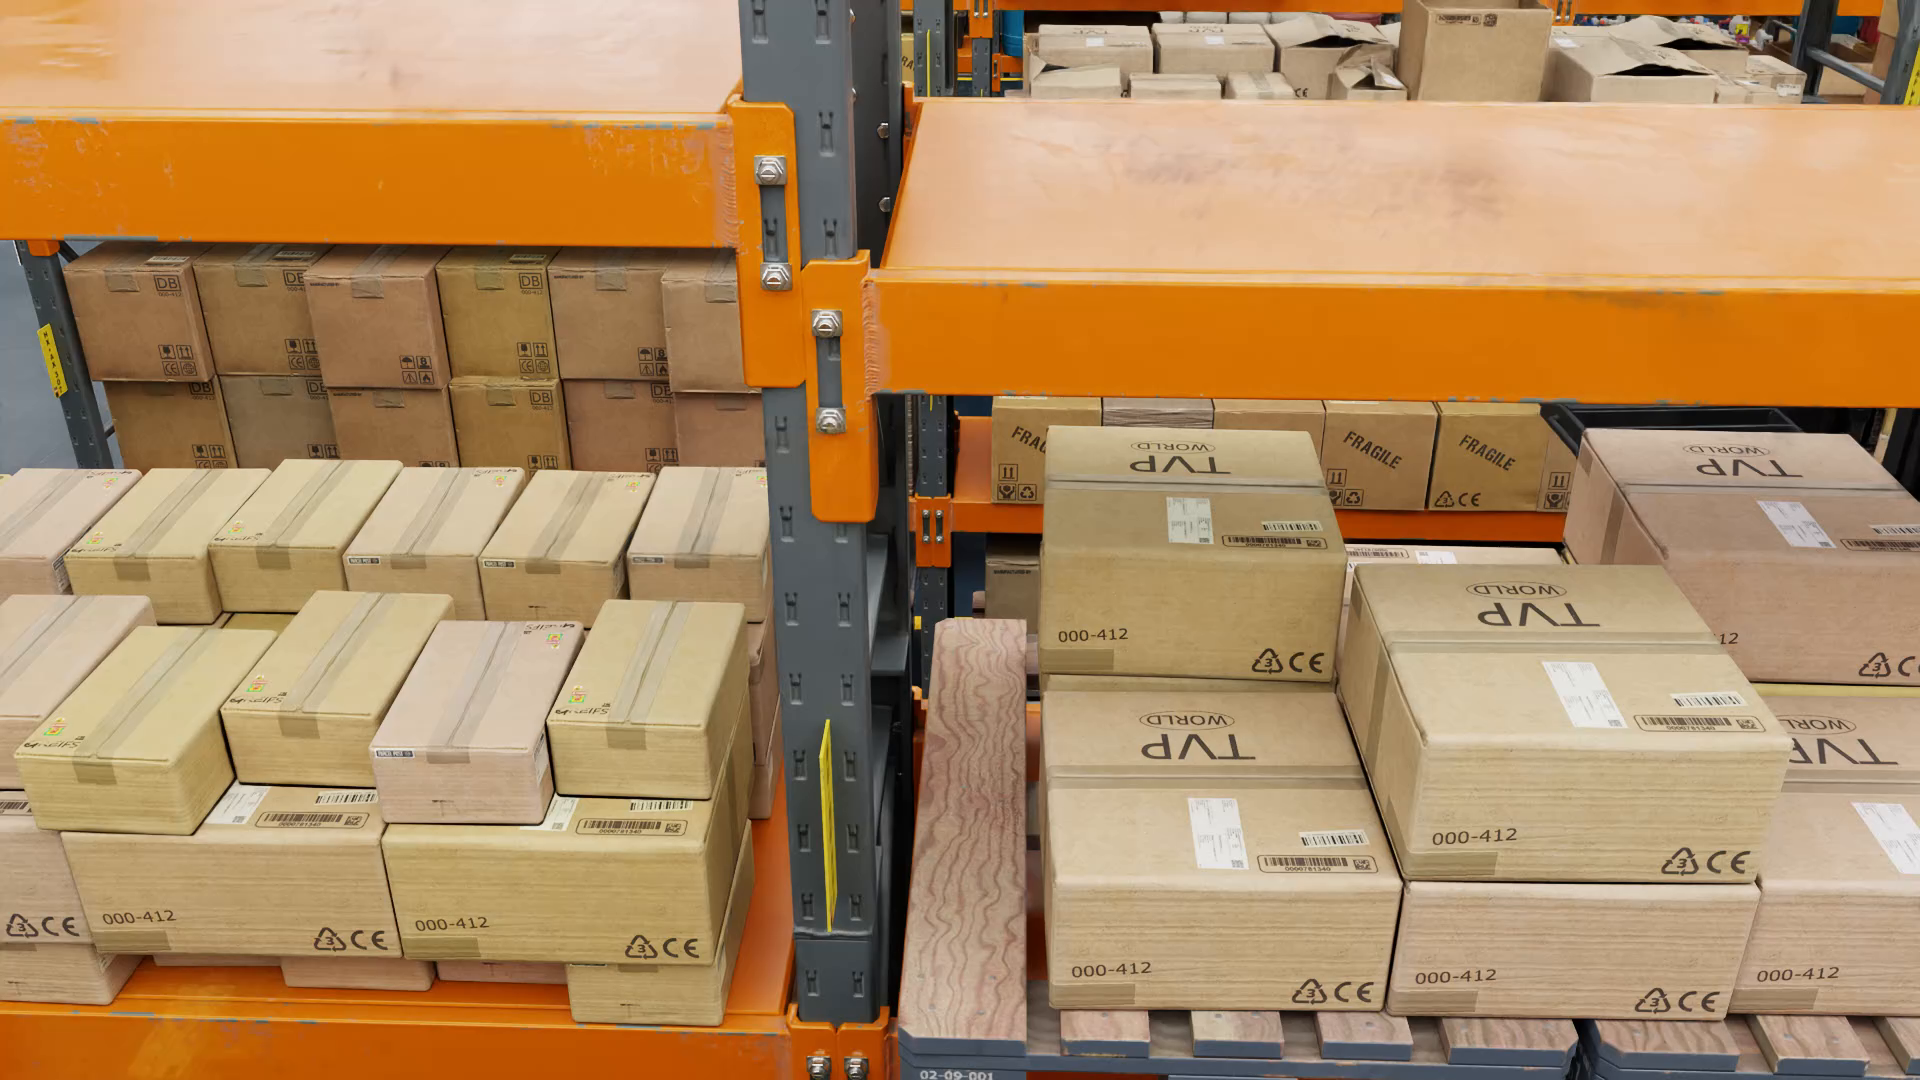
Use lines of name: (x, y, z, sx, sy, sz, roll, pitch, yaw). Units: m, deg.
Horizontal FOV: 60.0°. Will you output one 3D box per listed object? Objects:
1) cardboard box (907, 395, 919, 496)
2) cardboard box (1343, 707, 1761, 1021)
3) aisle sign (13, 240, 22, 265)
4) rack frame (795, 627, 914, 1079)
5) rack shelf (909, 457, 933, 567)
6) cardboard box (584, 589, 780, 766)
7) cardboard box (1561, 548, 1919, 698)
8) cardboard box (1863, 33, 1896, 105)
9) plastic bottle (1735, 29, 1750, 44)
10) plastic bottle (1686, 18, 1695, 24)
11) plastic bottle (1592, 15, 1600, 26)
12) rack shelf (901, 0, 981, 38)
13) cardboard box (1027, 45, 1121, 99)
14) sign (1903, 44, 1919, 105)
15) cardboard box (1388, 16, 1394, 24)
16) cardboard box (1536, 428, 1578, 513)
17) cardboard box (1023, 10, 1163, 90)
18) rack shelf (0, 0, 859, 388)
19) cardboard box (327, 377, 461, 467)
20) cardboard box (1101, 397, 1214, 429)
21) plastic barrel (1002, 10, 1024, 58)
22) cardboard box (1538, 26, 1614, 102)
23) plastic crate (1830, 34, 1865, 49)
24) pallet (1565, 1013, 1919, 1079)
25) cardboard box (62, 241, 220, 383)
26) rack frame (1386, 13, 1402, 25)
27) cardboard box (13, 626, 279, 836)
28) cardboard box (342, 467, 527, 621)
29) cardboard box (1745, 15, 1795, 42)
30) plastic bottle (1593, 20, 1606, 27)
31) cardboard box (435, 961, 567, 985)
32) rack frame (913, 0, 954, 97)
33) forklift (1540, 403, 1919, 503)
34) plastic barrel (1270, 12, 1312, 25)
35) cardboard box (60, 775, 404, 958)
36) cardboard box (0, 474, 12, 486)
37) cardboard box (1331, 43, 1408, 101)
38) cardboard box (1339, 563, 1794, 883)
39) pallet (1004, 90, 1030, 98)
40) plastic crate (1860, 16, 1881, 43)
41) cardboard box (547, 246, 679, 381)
cardboard box: (-0.480, -0.658, 8.128, 0.550, 0.550, 0.875, 1, 28, 2)
cardboard box: (0.893, 0.489, 2.635, 0.500, 0.250, 0.500, 1, 28, 1)
aisle sign: (-4.189, -1.666, 7.415, 0.004, 0.787, 0.394, 1, 28, 2)
rack frame: (-0.184, 1.728, 3.788, 0.127, 3.000, 1.000, 1, 28, 2)
rack shelf: (-2.109, -0.306, 8.393, 4.000, 0.370, 1.077, 1, 28, 2)
cardboard box: (-0.614, 0.202, 3.306, 0.500, 0.250, 0.500, 0, 28, 1)
cardboard box: (1.420, 0.245, 3.095, 0.500, 0.250, 0.500, 1, 28, 2)
cardboard box: (4.467, -2.004, 7.518, 0.500, 0.500, 0.500, 1, 28, 2)
plastic bottle: (7.697, -4.883, 16.383, 0.133, 0.283, 0.061, 1, 28, 2)
plastic bottle: (7.226, -5.008, 16.547, 0.185, 0.351, 0.144, 1, 28, 2)
plastic bottle: (6.517, -5.261, 17.110, 0.097, 0.271, 0.097, 0, 28, 0)
rack shelf: (-1.833, -3.951, 12.067, 4.000, 0.370, 1.077, 1, 28, 2)
cardboard box: (0.484, -1.960, 7.130, 0.396, 0.266, 0.258, 1, 28, 1)
sign: (3.859, -1.854, 6.705, 0.005, 0.325, 0.100, 1, 28, 2)
cardboard box: (5.485, -6.424, 21.365, 0.500, 0.500, 0.500, 0, 28, 0)
cardboard box: (2.929, -0.460, 7.807, 0.500, 0.500, 0.500, 1, 28, 2)
cardboard box: (0.955, -3.283, 12.151, 1.000, 1.000, 1.000, 1, 28, 2)
rack shelf: (-2.183, -0.637, 2.614, 4.000, 0.370, 1.077, 1, 28, 2)
cardboard box: (-2.630, -0.671, 8.154, 0.550, 0.550, 0.875, 1, 28, 2)
cardboard box: (0.910, -0.492, 7.869, 0.500, 0.500, 0.500, 1, 28, 2)
plastic barrel: (0.716, -5.302, 16.515, 0.708, 0.901, 0.600, 1, 28, 2)
cardboard box: (2.671, -2.137, 7.480, 0.500, 0.250, 0.500, 2, 28, 3)
plastic crate: (8.795, -4.932, 16.569, 0.243, 0.136, 0.396, 1, 28, 2)
pallet: (1.466, 0.561, 2.986, 1.003, 0.211, 1.213, 1, 28, 2)
cardboard box: (-3.739, -1.176, 7.953, 0.550, 0.550, 0.875, 1, 28, 2)
rack frame: (4.338, -5.163, 16.787, 0.127, 3.000, 1.000, 1, 28, 2)
cardboard box: (-1.292, 0.301, 2.694, 0.250, 0.149, 0.380, 2, 28, 3)
cardboard box: (-1.012, 0.004, 3.254, 0.250, 0.149, 0.380, 0, 28, 0)
cardboard box: (10.392, -6.478, 21.463, 0.637, 0.503, 0.797, 1, 28, 2)
plastic bottle: (6.304, -4.955, 16.448, 0.185, 0.351, 0.144, 1, 28, 2)
cardboard box: (-0.759, 0.606, 2.970, 0.250, 0.149, 0.380, 1, 28, 2)
rack frame: (-0.110, -3.241, 6.757, 0.127, 3.000, 1.000, 1, 28, 2)
forklift: (2.575, 0.584, 6.019, 3.031, 2.935, 1.130, -1, 28, -2)
plastic barrel: (3.302, -5.129, 16.604, 0.421, 0.512, 0.421, 0, 28, 0)
cardboard box: (-1.140, 0.448, 2.842, 0.500, 0.250, 0.500, 1, 28, 1)
cardboard box: (-2.044, 0.016, 3.231, 0.250, 0.149, 0.380, 1, 28, 3)
cardboard box: (1.752, -1.956, 7.124, 0.258, 0.266, 0.396, 1, 28, 2)
cardboard box: (0.884, 0.263, 2.526, 0.500, 0.250, 0.500, 0, 28, 1)
pallet: (0.808, -1.839, 7.519, 1.217, 0.209, 0.805, 0, 28, 0)
plastic crate: (9.219, -5.020, 16.384, 0.583, 0.464, 0.402, 1, 28, 2)
cardboard box: (-1.567, -1.184, 7.968, 0.550, 0.550, 0.875, 1, 28, 2)
